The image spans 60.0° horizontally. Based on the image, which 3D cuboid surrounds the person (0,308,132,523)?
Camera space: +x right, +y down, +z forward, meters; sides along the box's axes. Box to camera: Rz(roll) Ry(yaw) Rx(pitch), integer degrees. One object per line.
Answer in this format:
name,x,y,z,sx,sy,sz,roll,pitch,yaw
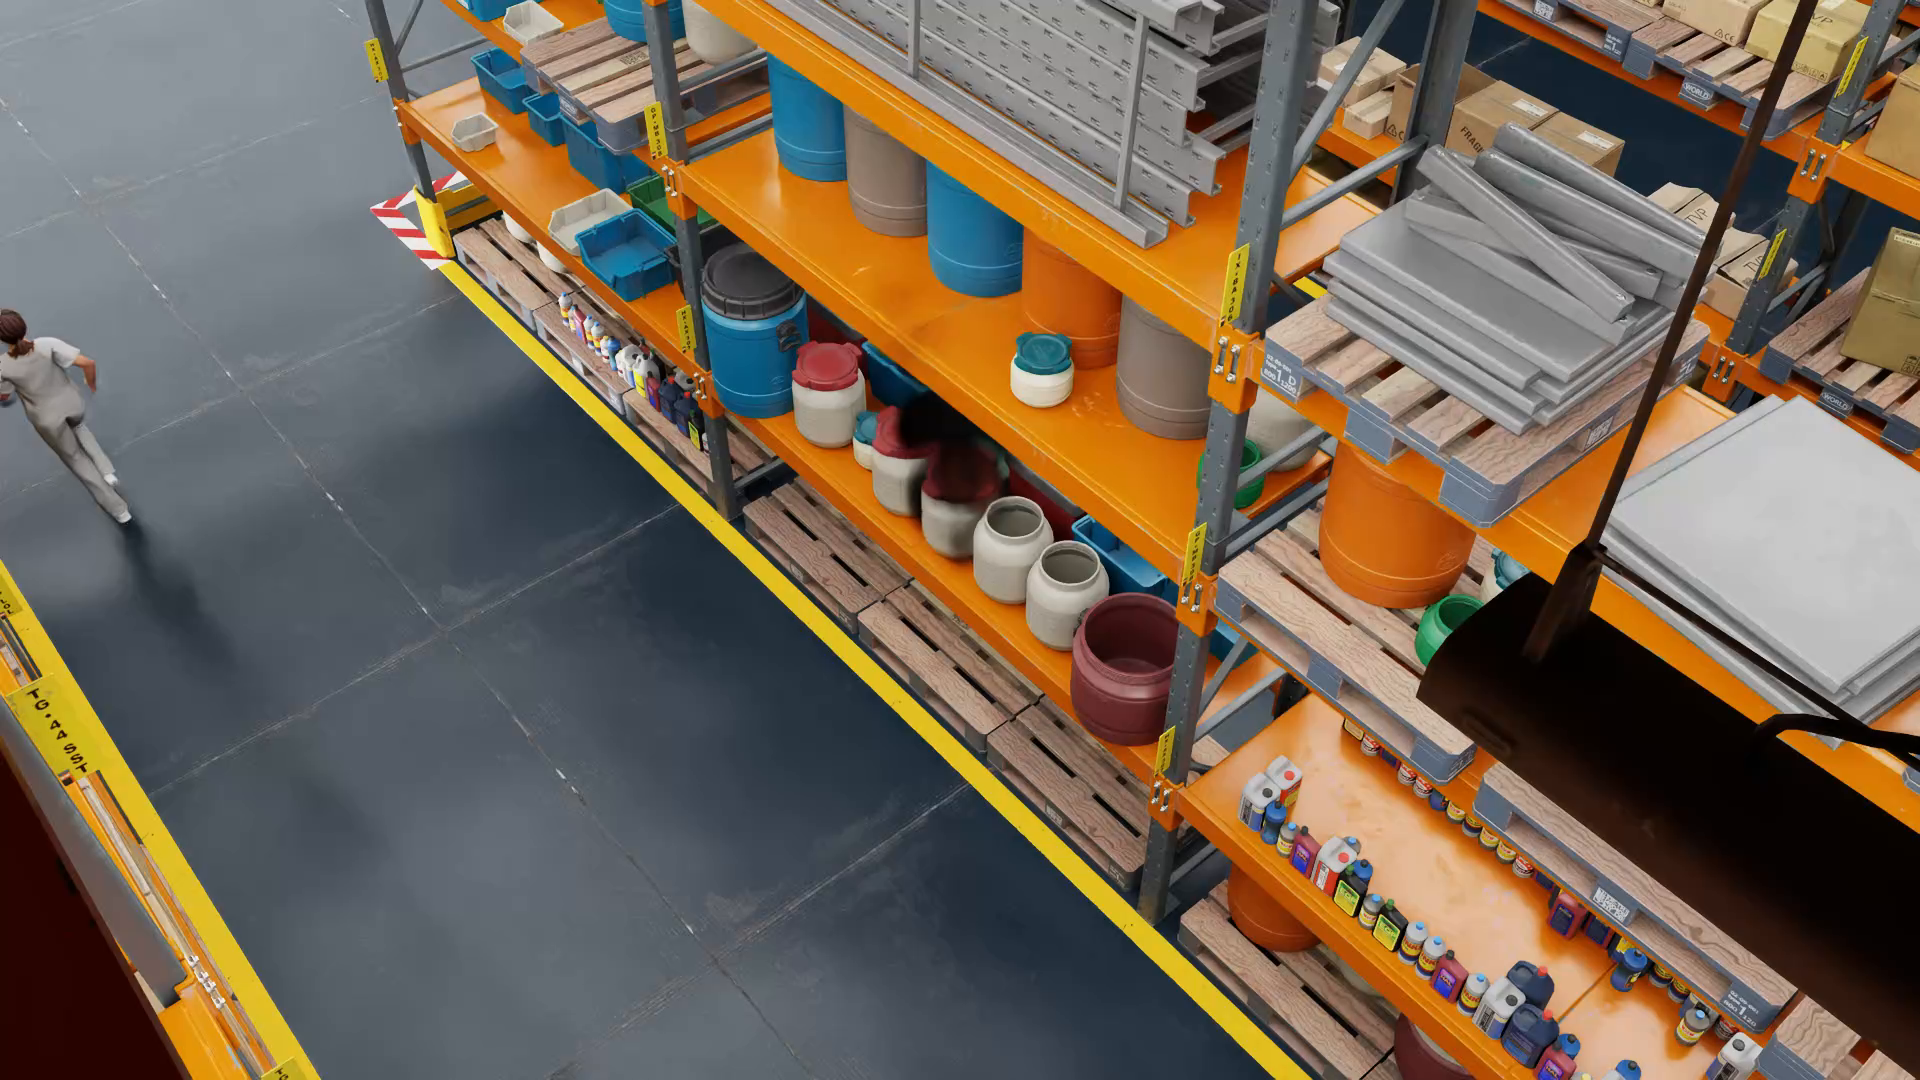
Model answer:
person,-5.750,-0.816,10.603,0.660,1.678,0.546,32,54,26
